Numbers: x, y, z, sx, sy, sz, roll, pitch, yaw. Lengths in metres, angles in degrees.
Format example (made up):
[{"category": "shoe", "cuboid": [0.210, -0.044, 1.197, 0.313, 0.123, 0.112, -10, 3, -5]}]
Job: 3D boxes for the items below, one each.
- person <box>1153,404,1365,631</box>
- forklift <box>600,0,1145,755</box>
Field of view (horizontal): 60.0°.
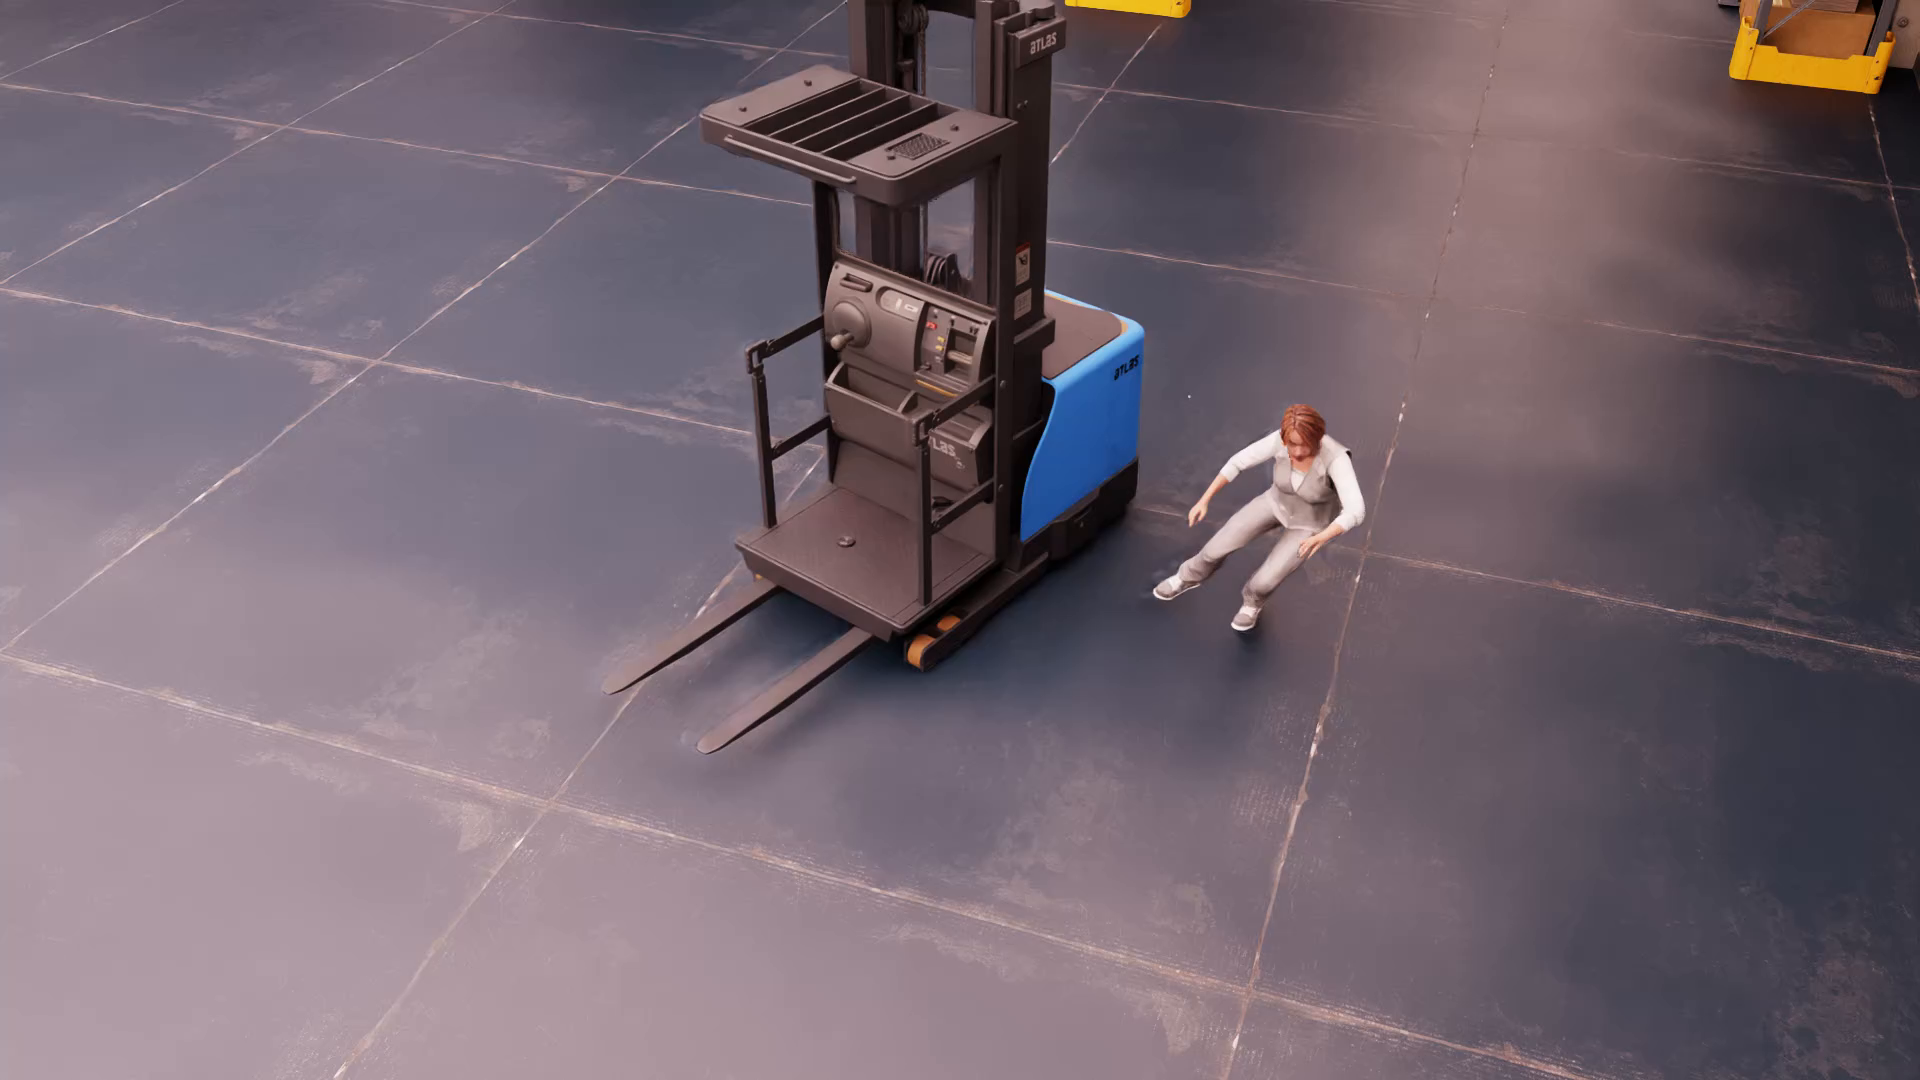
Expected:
[{"category": "person", "cuboid": [1.339, -0.053, 7.524, 1.005, 1.335, 0.843, 20, 40, 26]}, {"category": "forklift", "cuboid": [-0.377, -0.914, 7.400, 1.130, 2.935, 3.031, 25, 42, 31]}]
